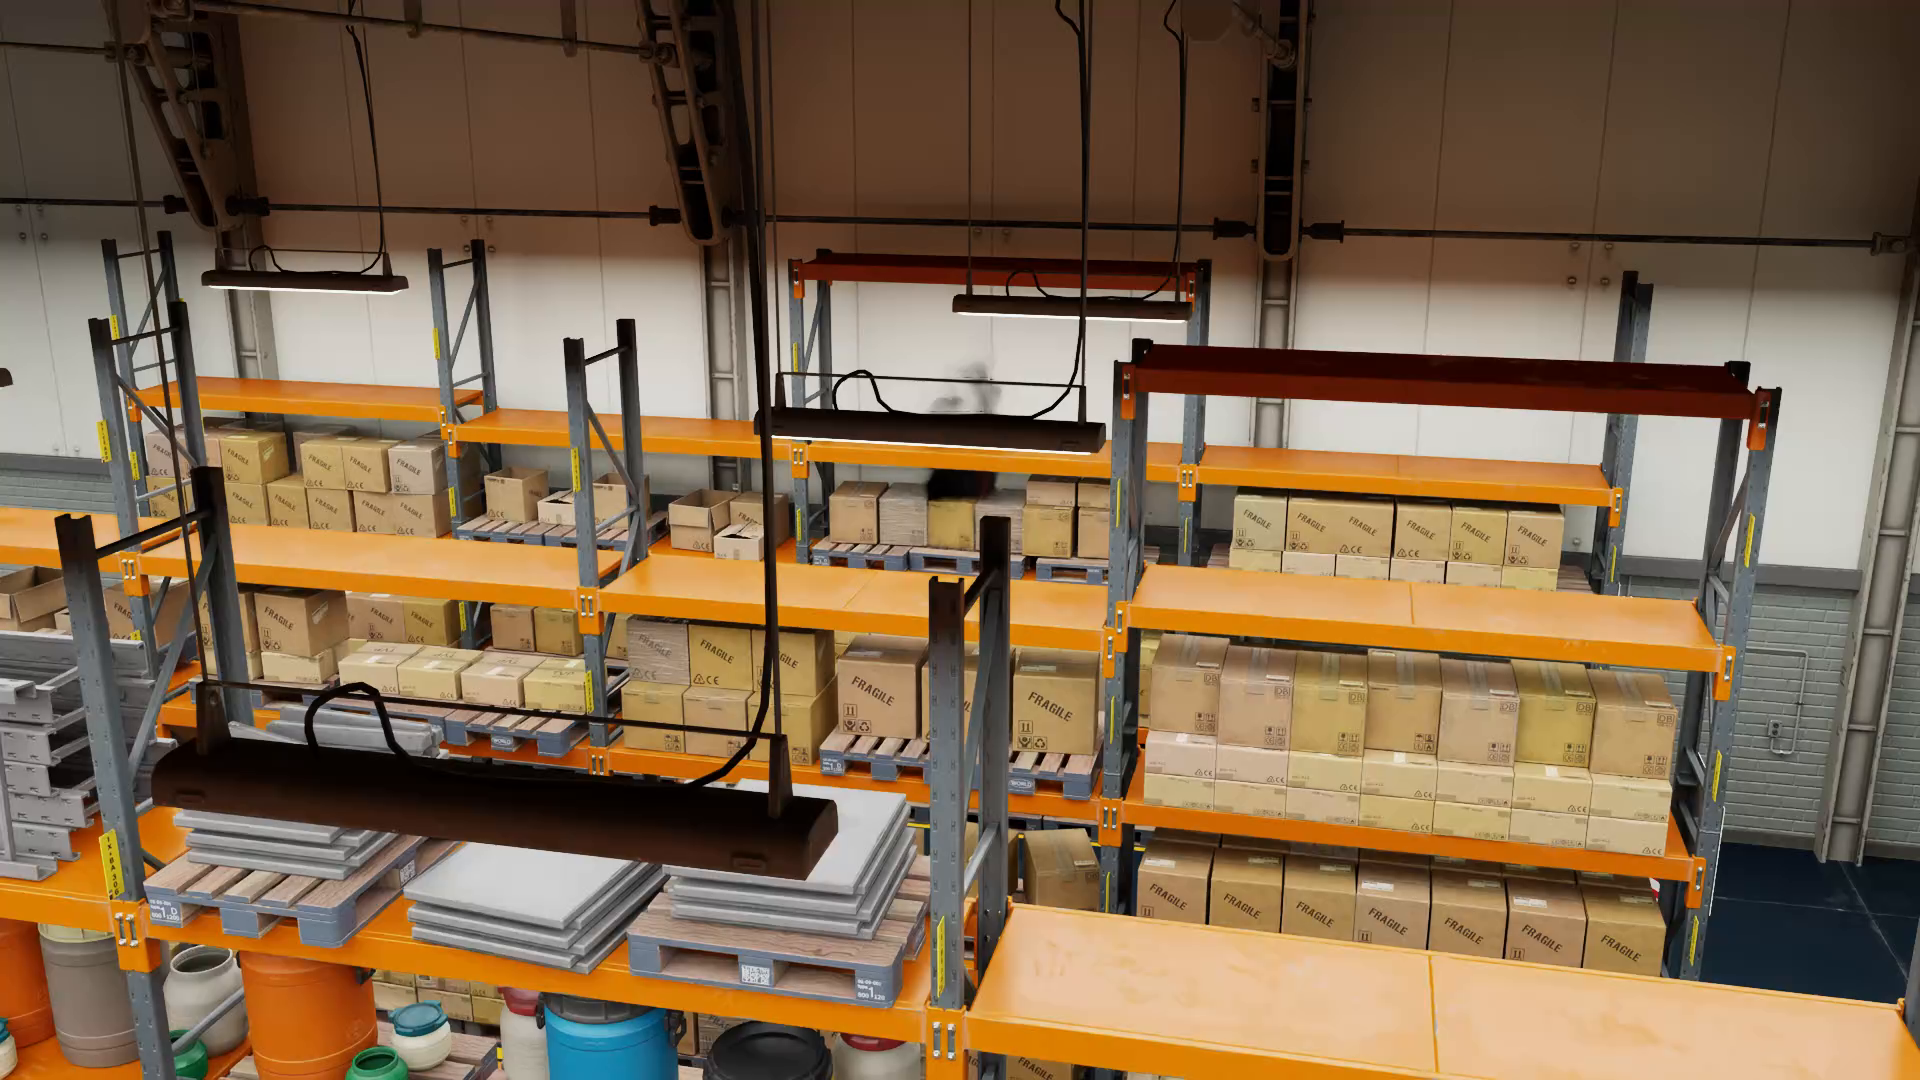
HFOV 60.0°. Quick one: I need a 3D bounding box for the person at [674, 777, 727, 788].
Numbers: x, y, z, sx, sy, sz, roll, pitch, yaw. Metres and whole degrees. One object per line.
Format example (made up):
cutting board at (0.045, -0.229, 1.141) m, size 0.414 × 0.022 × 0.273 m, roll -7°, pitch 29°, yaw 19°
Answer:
person at (-2.403, 2.602, 16.288) m, size 0.921 × 1.794 × 0.705 m, roll 3°, pitch 17°, yaw 10°
